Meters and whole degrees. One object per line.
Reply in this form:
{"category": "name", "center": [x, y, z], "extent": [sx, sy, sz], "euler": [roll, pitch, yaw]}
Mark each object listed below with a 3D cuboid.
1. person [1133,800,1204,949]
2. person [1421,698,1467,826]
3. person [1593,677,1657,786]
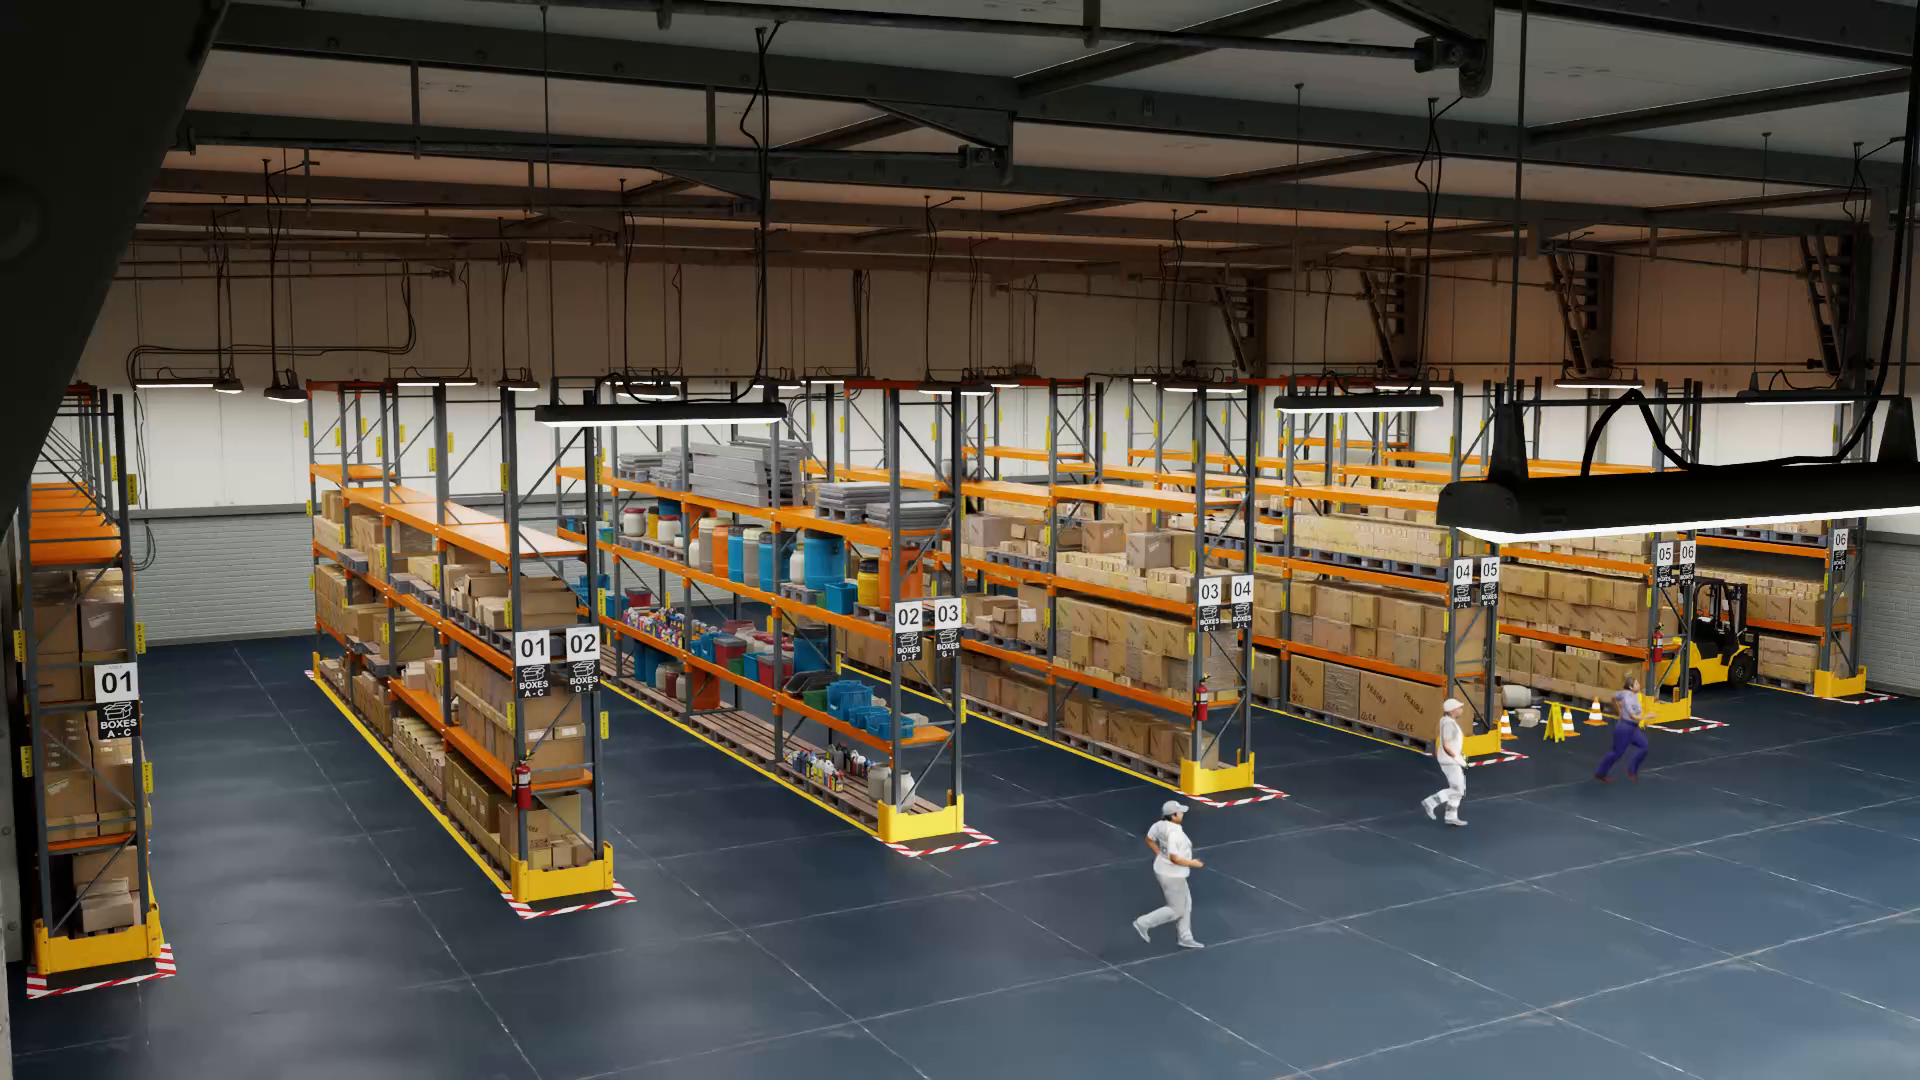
{"category": "person", "center": [2.244, 3.625, 17.915], "extent": [0.841, 1.667, 0.607], "euler": [-1, 6, -10]}
{"category": "person", "center": [6.663, 3.039, 22.826], "extent": [0.634, 1.760, 0.681], "euler": [1, 6, 11]}
{"category": "person", "center": [9.987, 2.870, 24.952], "extent": [0.856, 1.664, 0.613], "euler": [3, 7, 23]}
